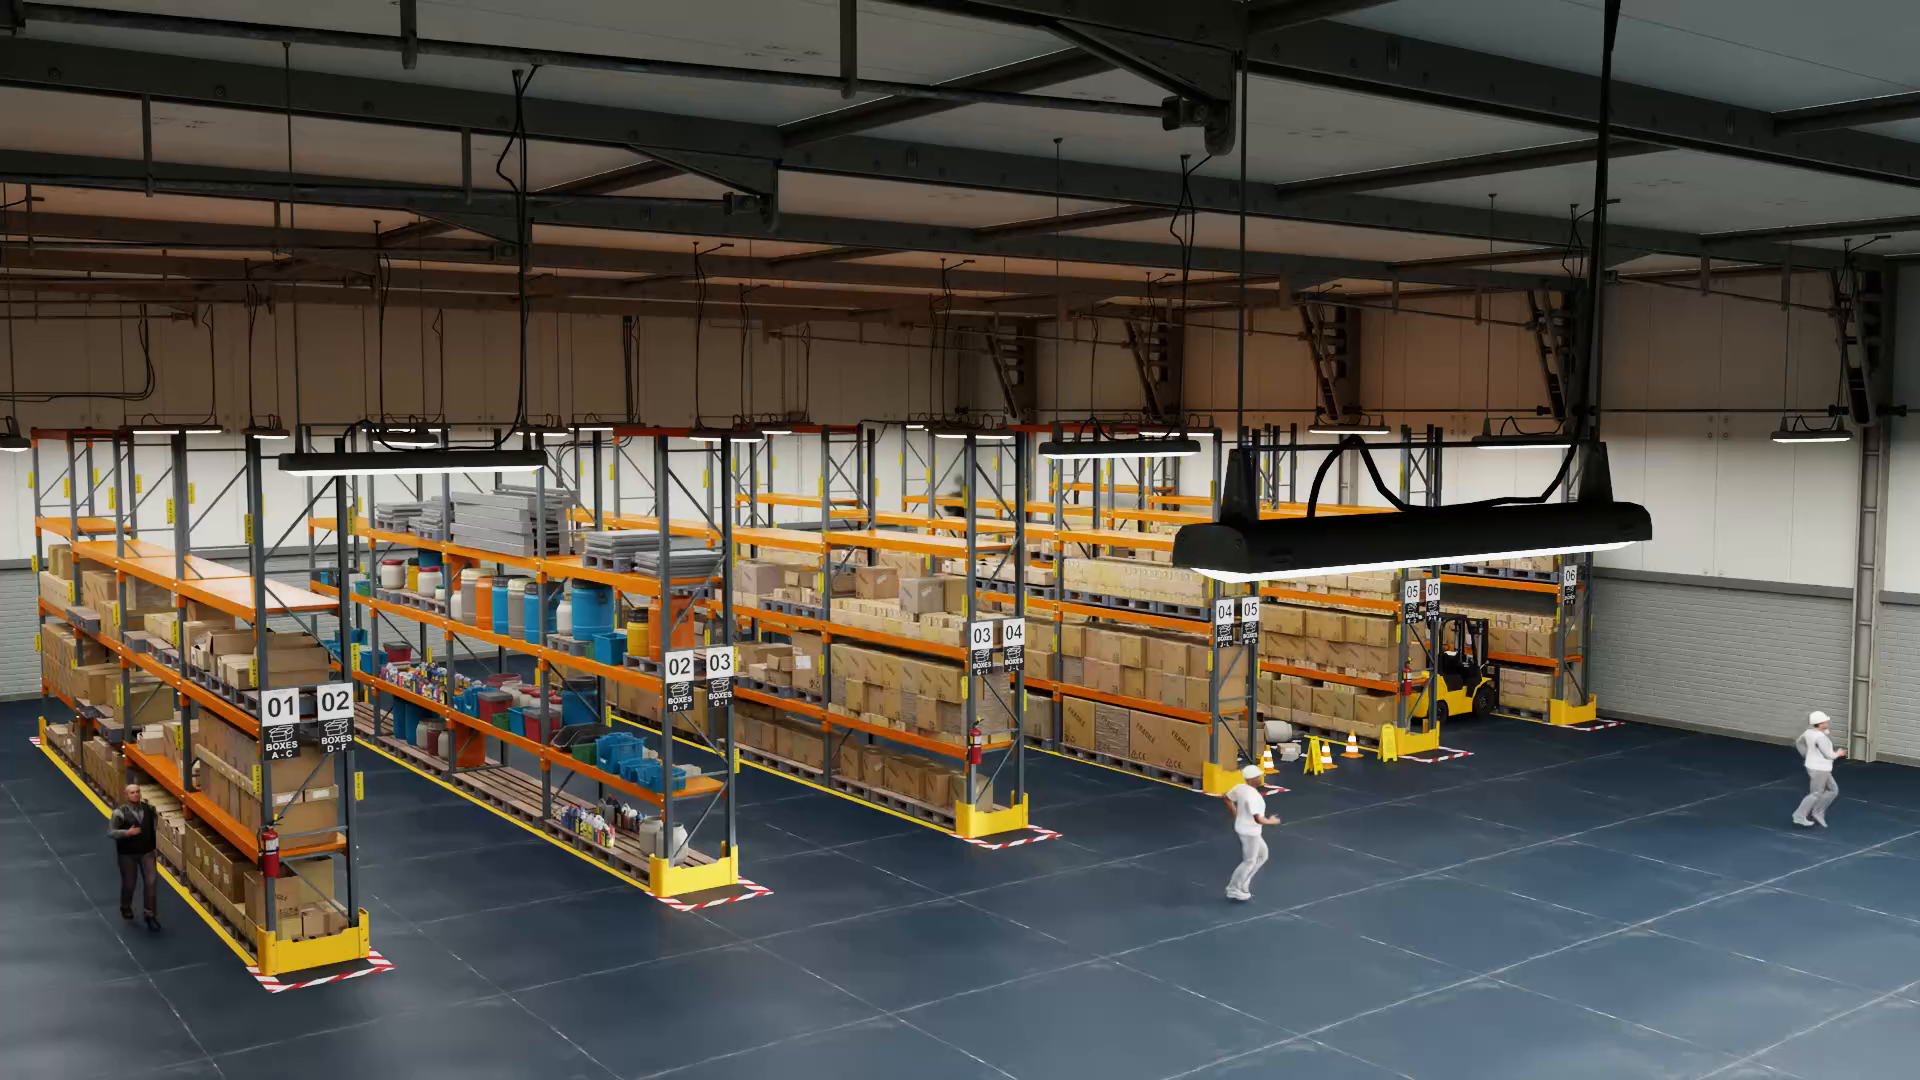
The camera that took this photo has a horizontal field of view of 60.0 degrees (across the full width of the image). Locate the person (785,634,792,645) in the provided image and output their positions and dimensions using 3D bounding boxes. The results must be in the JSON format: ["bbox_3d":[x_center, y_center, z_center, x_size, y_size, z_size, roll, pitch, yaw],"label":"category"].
[{"bbox_3d":[-4.225,1.907,41.744,0.579,1.771,0.747,2,5,25],"label":"person"}]

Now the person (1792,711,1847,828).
[{"bbox_3d":[12.983,3.481,25.118,0.721,1.806,0.625,1,5,14],"label":"person"}]

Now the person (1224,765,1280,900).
[{"bbox_3d":[3.766,3.781,21.468,0.683,1.783,0.725,0,4,-5],"label":"person"}]

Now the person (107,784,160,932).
[{"bbox_3d":[-10.065,3.856,20.327,0.650,1.755,0.826,-4,6,-43],"label":"person"}]
